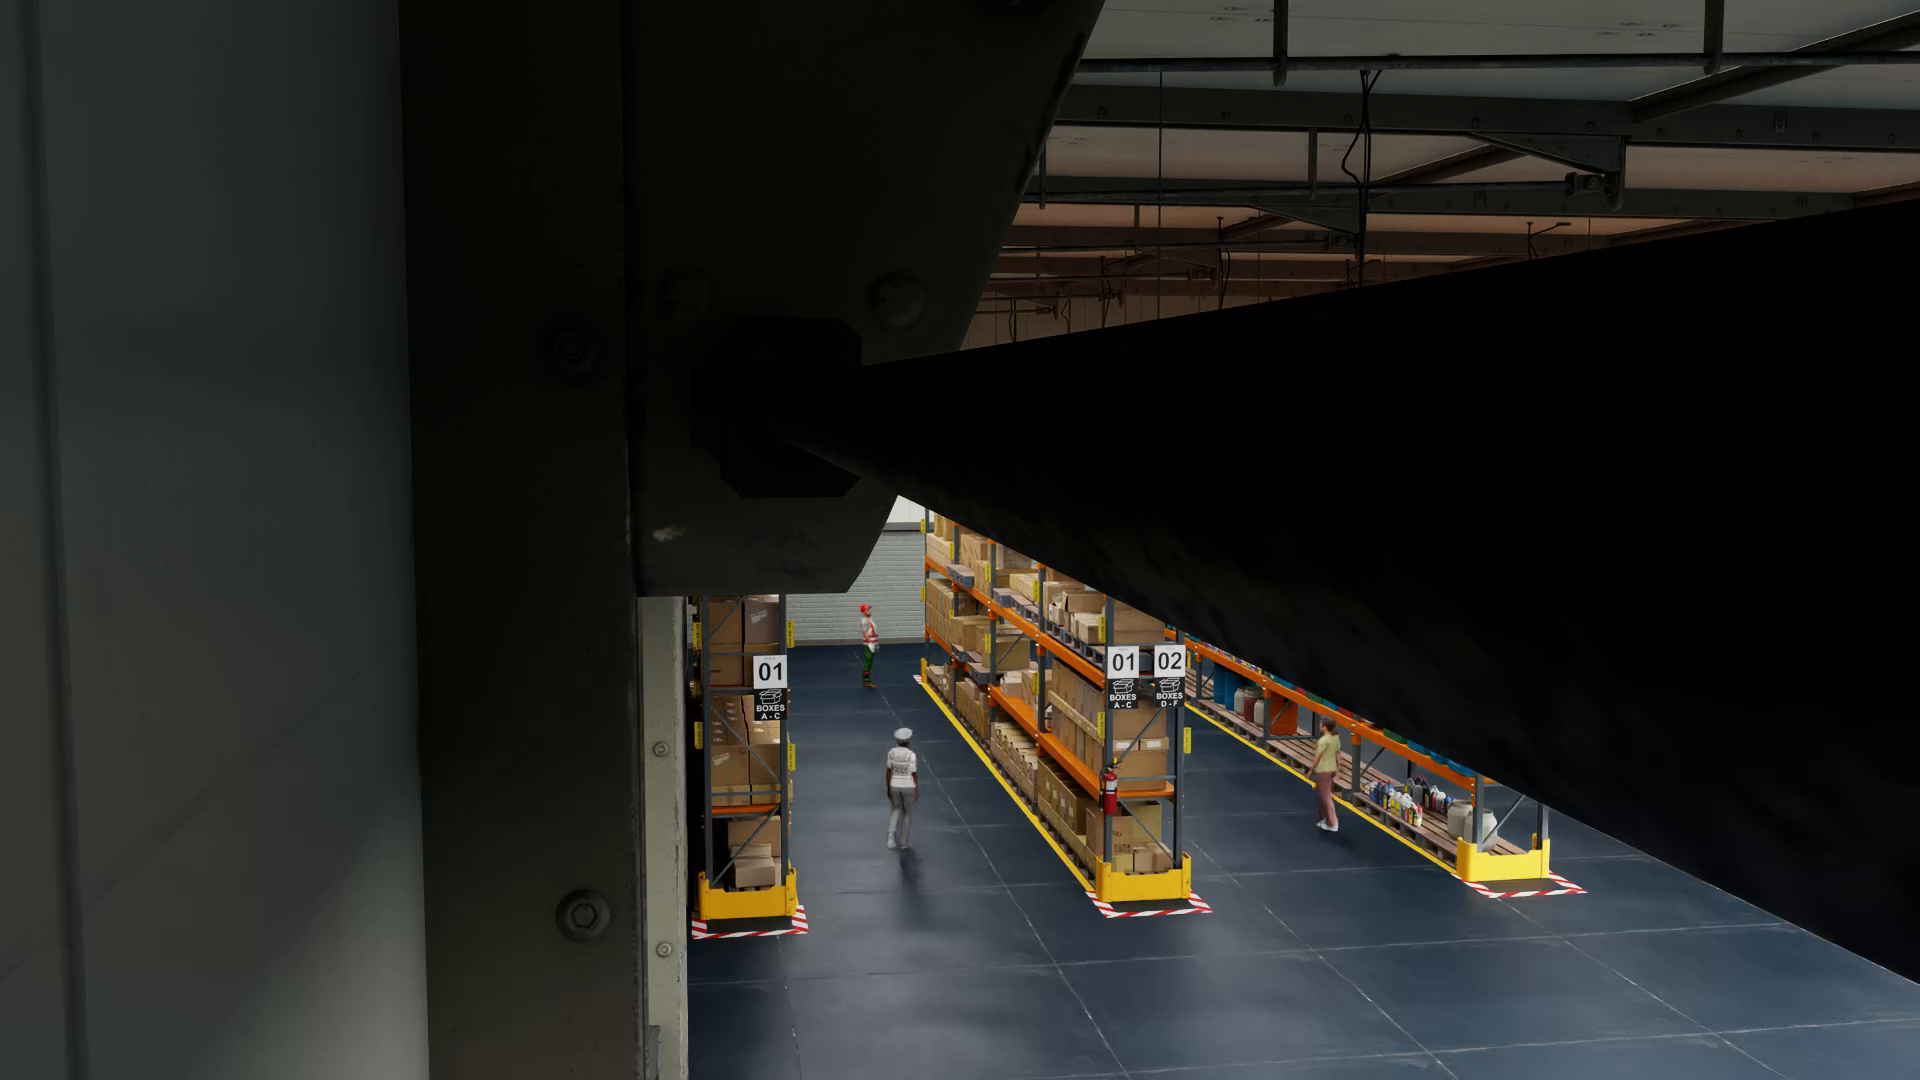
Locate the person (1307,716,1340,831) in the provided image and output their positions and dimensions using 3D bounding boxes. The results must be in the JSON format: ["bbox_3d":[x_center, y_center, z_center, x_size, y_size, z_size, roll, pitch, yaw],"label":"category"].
[{"bbox_3d":[5.278,3.396,24.086,0.467,1.722,0.531,-5,7,-43],"label":"person"}]

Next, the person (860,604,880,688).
[{"bbox_3d":[-1.958,2.289,35.949,0.394,1.787,0.618,0,5,6],"label":"person"}]

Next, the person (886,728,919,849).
[{"bbox_3d":[-0.800,3.447,23.051,0.458,1.685,0.451,2,5,22],"label":"person"}]
